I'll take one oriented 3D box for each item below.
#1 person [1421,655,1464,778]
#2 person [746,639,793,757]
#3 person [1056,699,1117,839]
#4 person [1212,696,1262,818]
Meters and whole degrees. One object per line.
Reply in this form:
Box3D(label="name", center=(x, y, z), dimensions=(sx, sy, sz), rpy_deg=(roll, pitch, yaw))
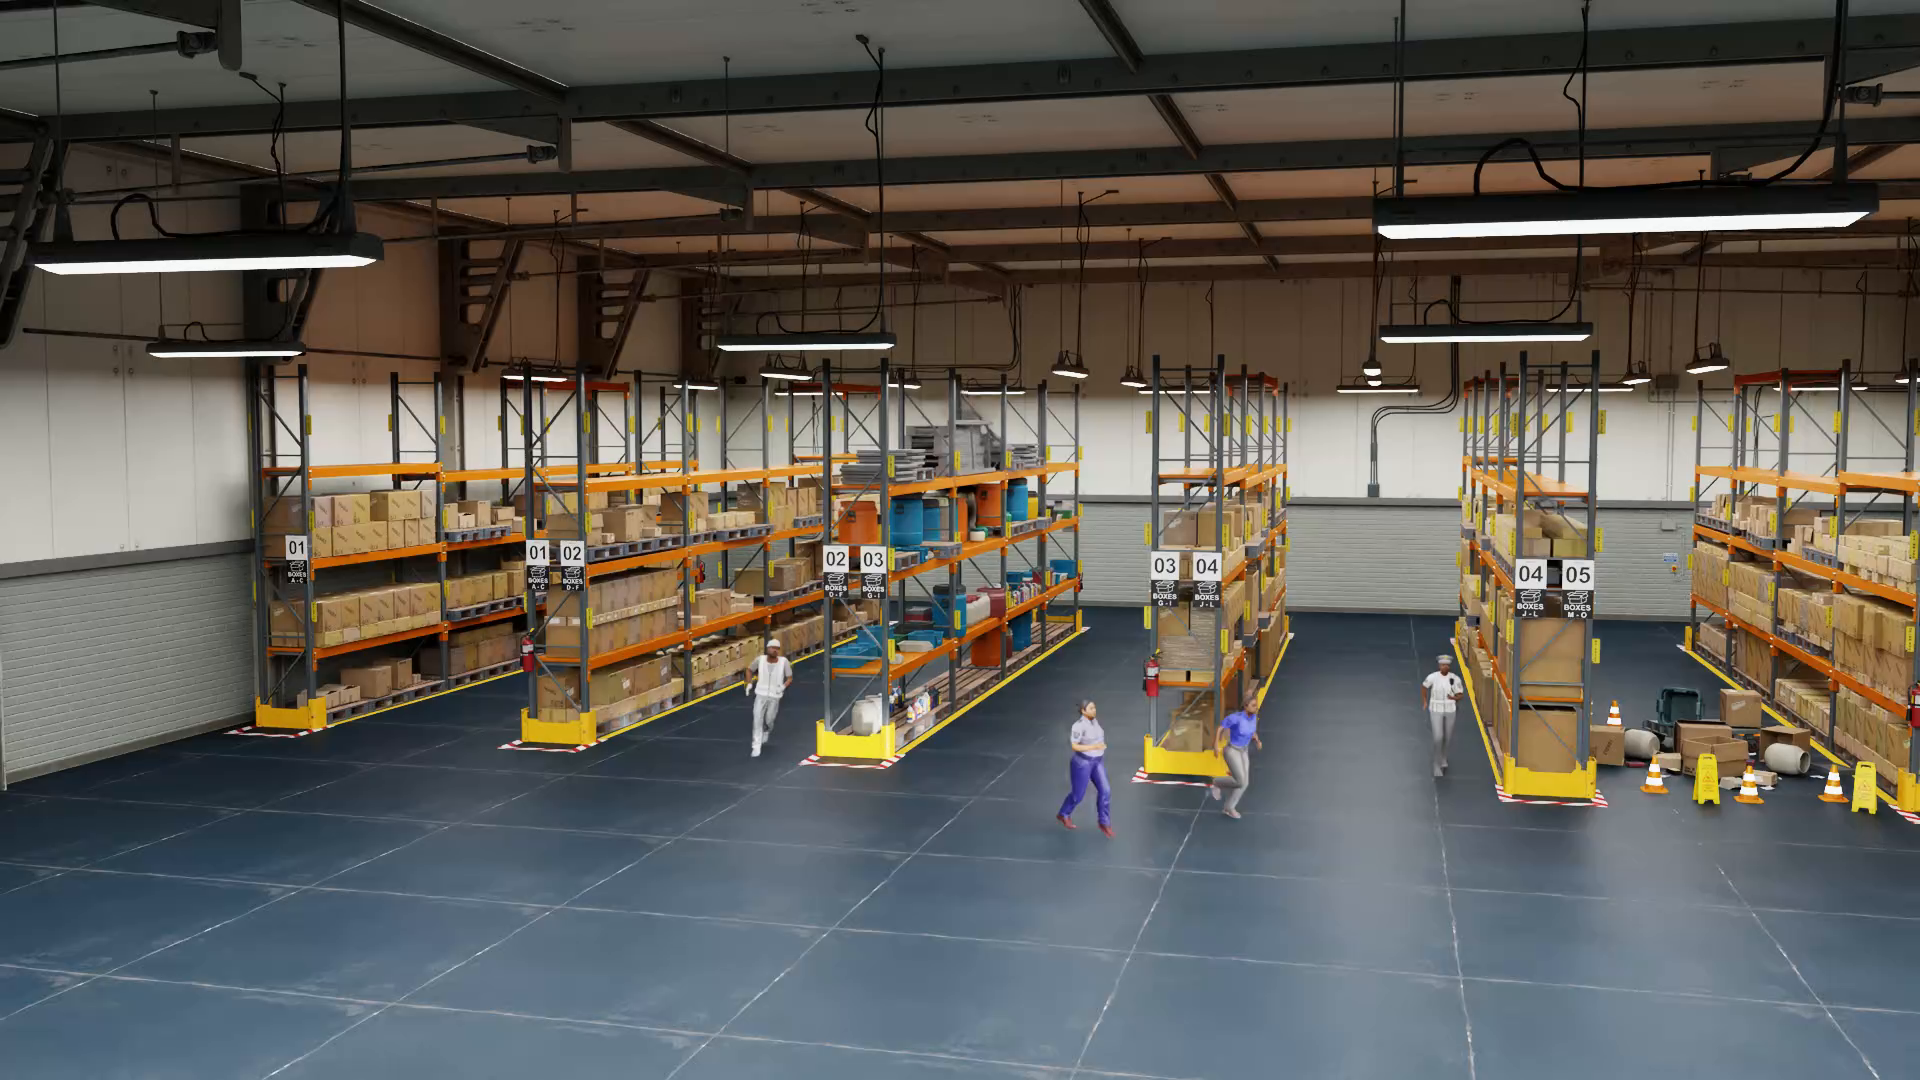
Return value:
Box3D(label="person", center=(6.938, 2.511, 23.897), dimensions=(0.548, 1.753, 0.746), rpy_deg=(0, 4, 6))
Box3D(label="person", center=(-2.918, 2.389, 25.480), dimensions=(0.723, 1.745, 0.848), rpy_deg=(0, 4, -4))
Box3D(label="person", center=(1.531, 2.783, 20.317), dimensions=(0.593, 1.704, 0.816), rpy_deg=(-4, 5, -44))
Box3D(label="person", center=(3.553, 2.770, 21.305), dimensions=(0.564, 1.573, 0.694), rpy_deg=(-4, 6, -45))
